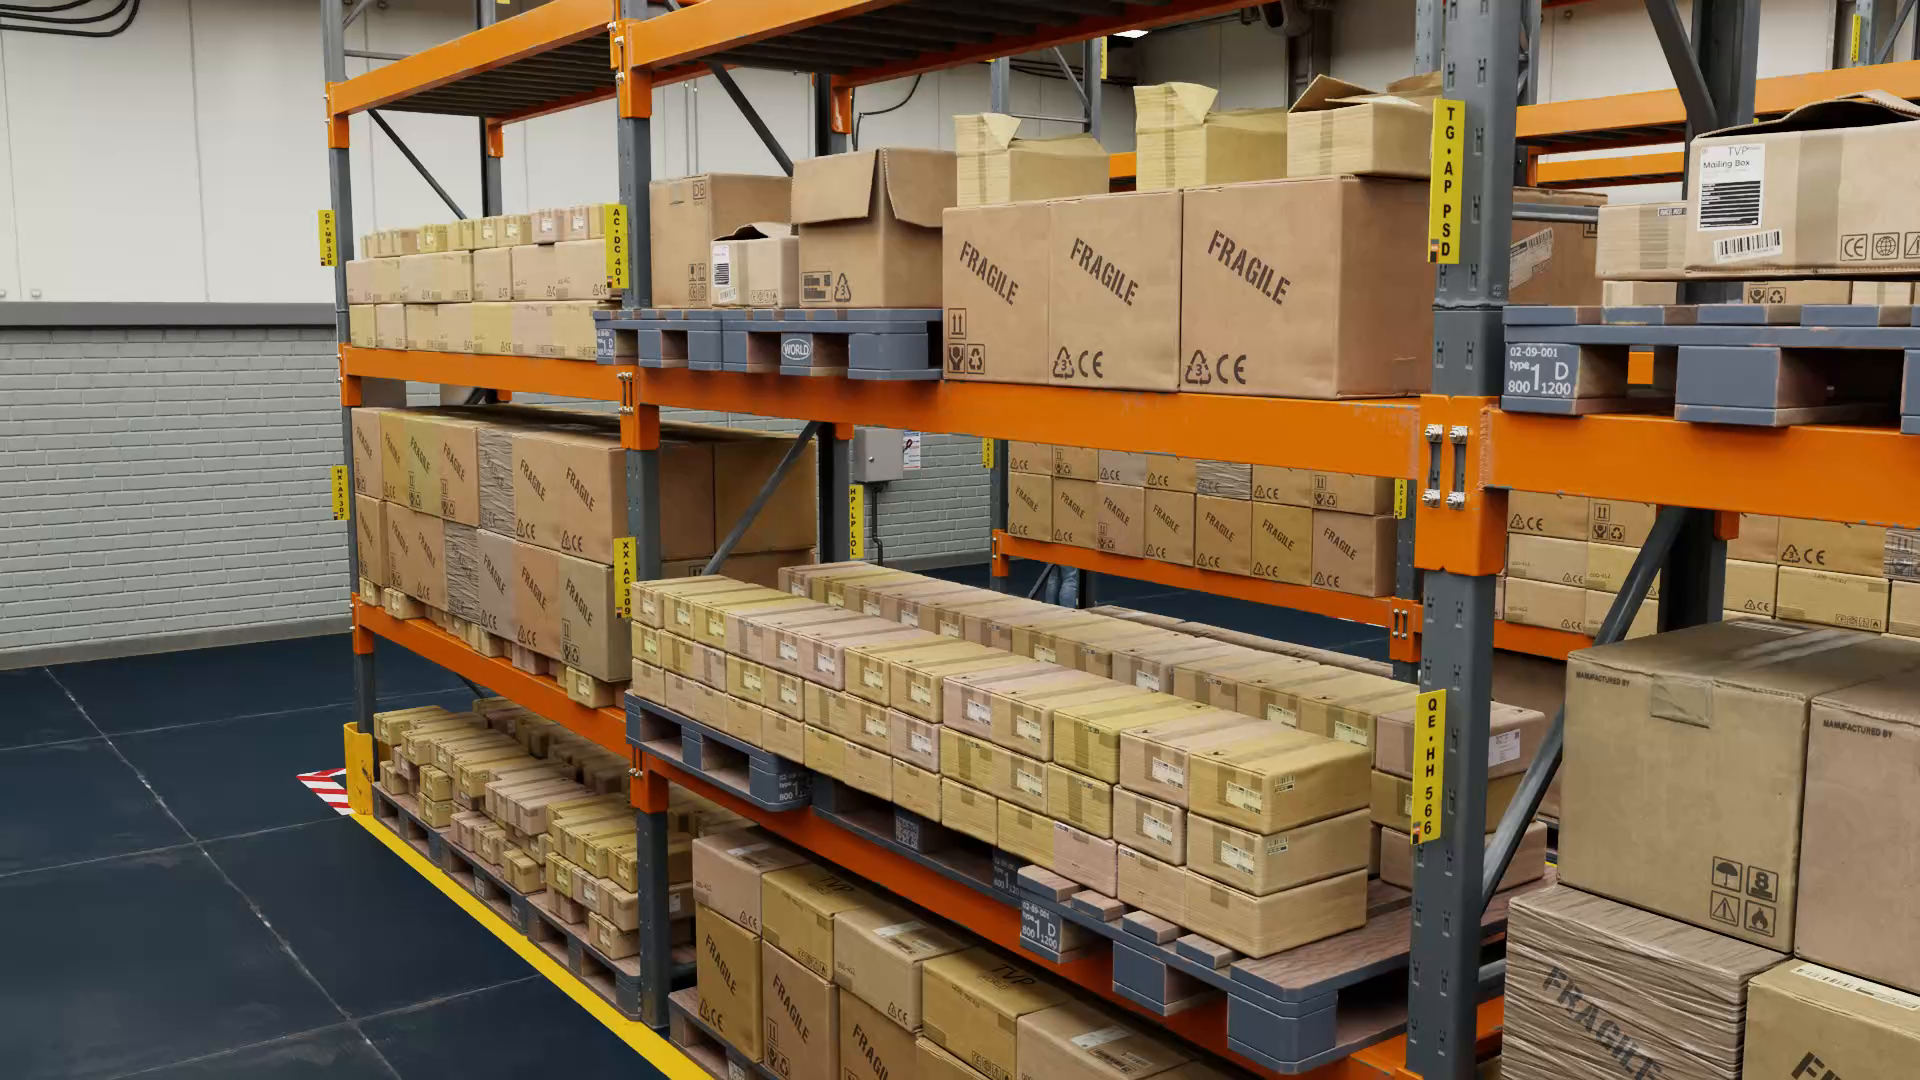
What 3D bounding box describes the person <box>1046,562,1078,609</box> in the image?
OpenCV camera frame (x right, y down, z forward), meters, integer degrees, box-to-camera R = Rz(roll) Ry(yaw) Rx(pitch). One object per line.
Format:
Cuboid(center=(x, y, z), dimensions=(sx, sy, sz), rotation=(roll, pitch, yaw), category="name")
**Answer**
Cuboid(center=(0.972, -0.013, 15.830), dimensions=(0.461, 1.761, 0.622), rotation=(-6, 10, -36), category="person")
